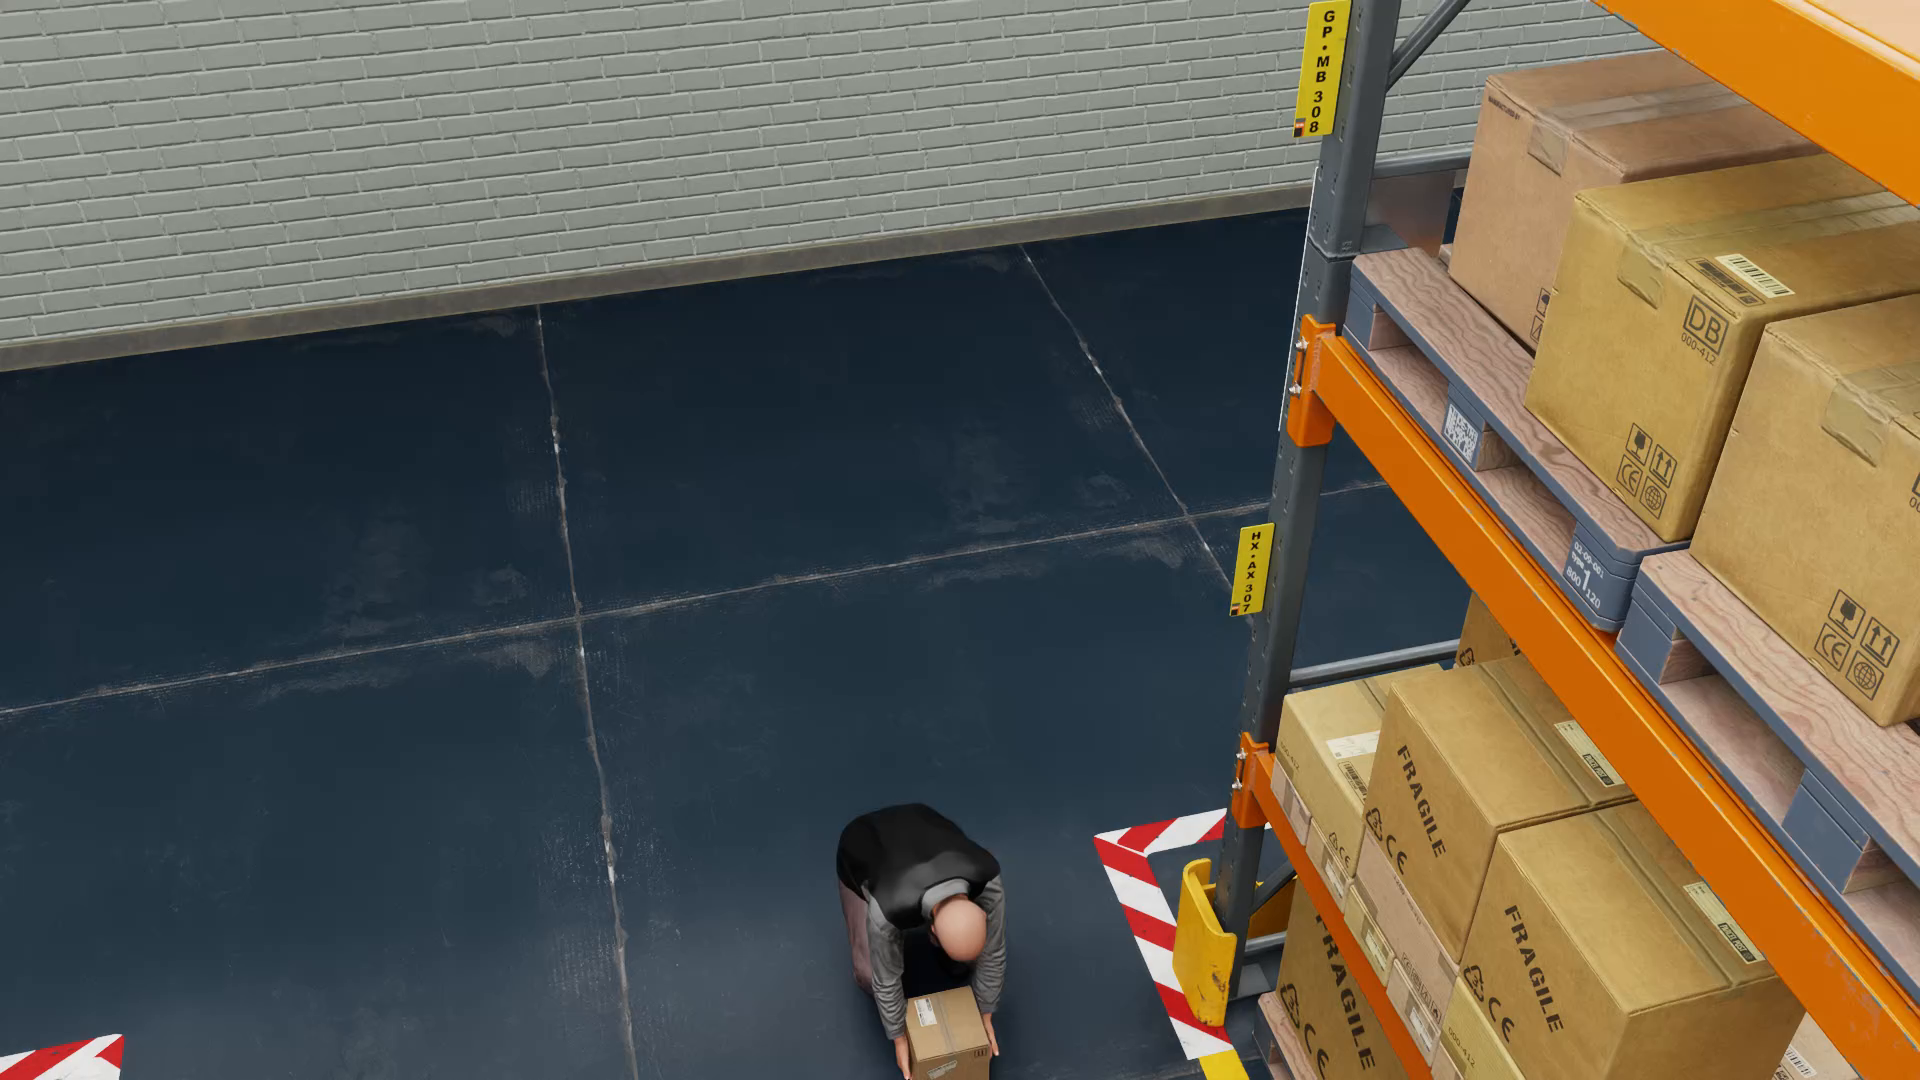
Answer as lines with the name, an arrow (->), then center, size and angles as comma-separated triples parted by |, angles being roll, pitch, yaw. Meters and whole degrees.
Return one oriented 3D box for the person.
person -> -0.136, 1.311, 5.790 | 0.530, 0.832, 0.877 | -9, 39, -12
